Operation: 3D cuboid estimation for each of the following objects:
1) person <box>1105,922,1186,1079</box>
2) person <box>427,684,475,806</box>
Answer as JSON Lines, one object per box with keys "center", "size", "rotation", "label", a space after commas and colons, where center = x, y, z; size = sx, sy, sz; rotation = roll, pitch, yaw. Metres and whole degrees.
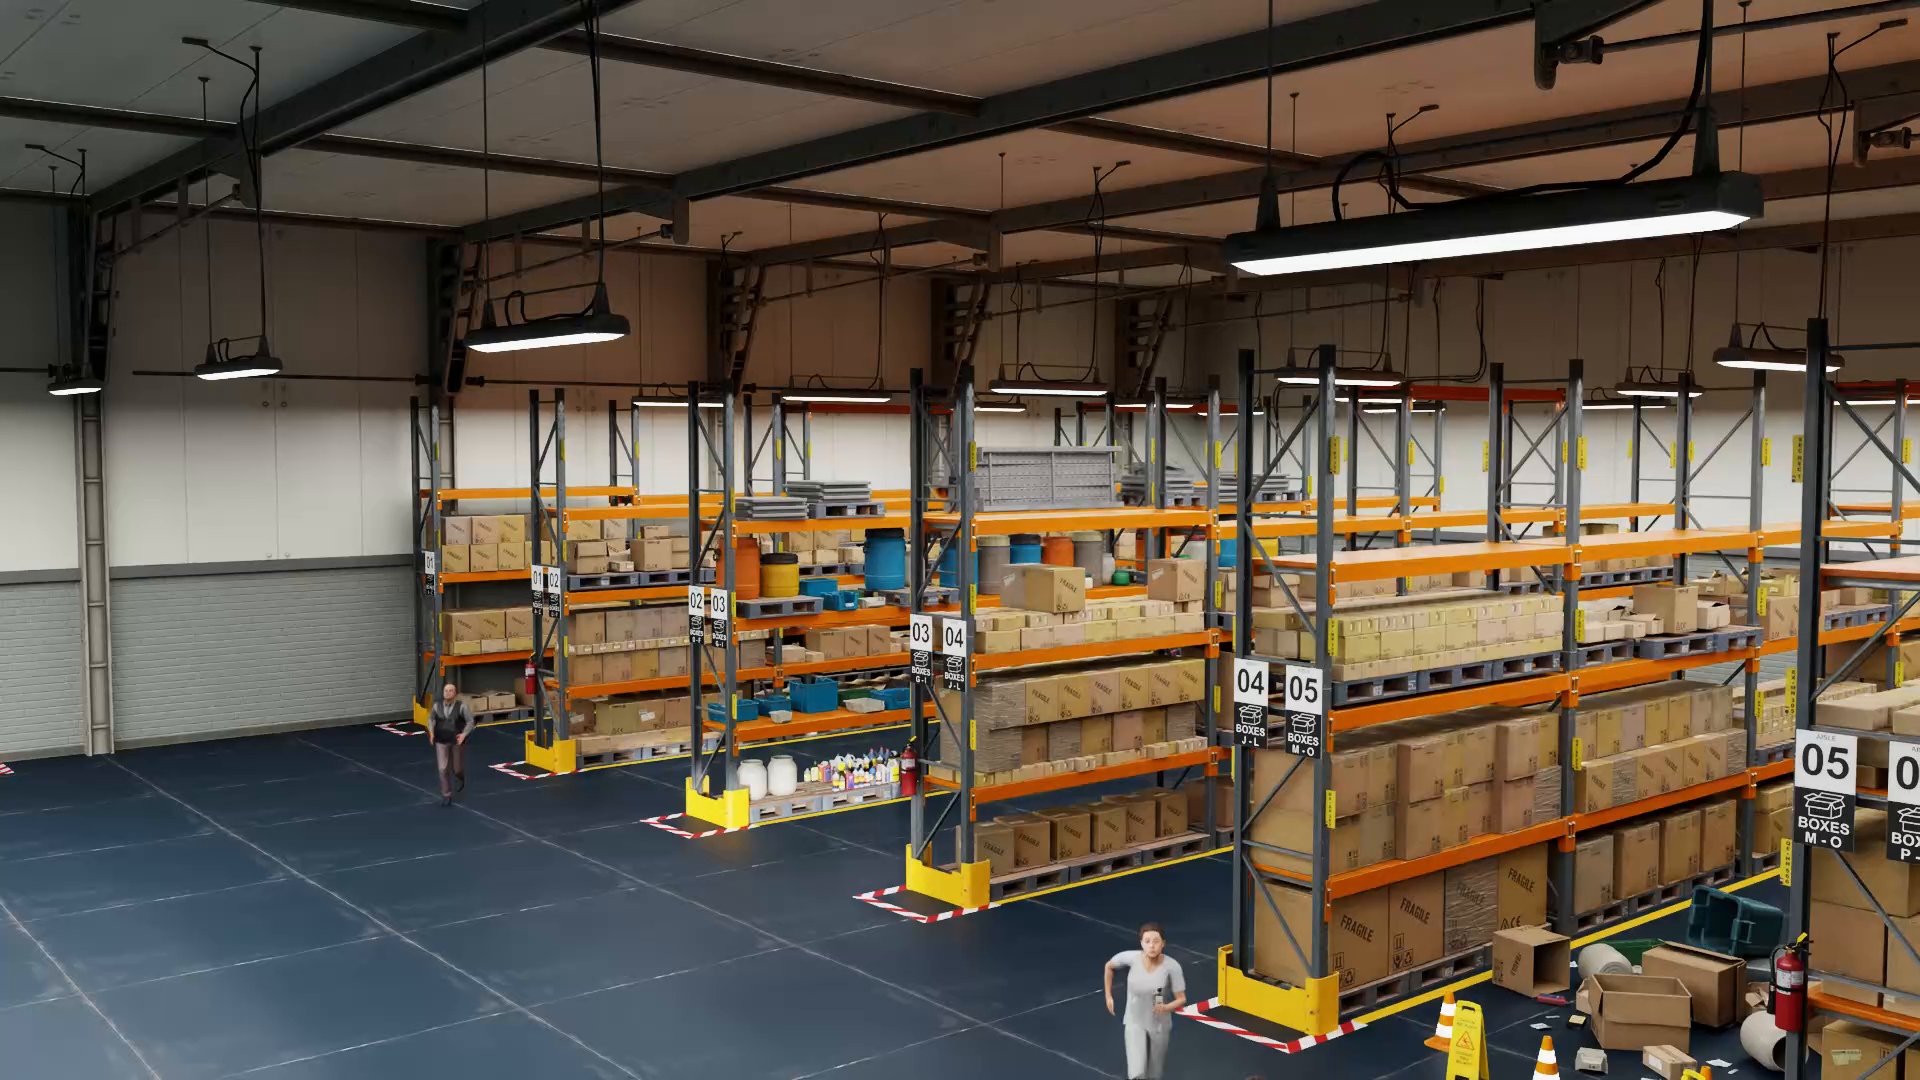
{"center": [1.365, 3.607, 12.272], "size": [0.598, 1.616, 0.742], "rotation": [0, 3, 6], "label": "person"}
{"center": [-7.313, 2.908, 23.869], "size": [0.686, 1.698, 0.816], "rotation": [0, 3, -7], "label": "person"}
